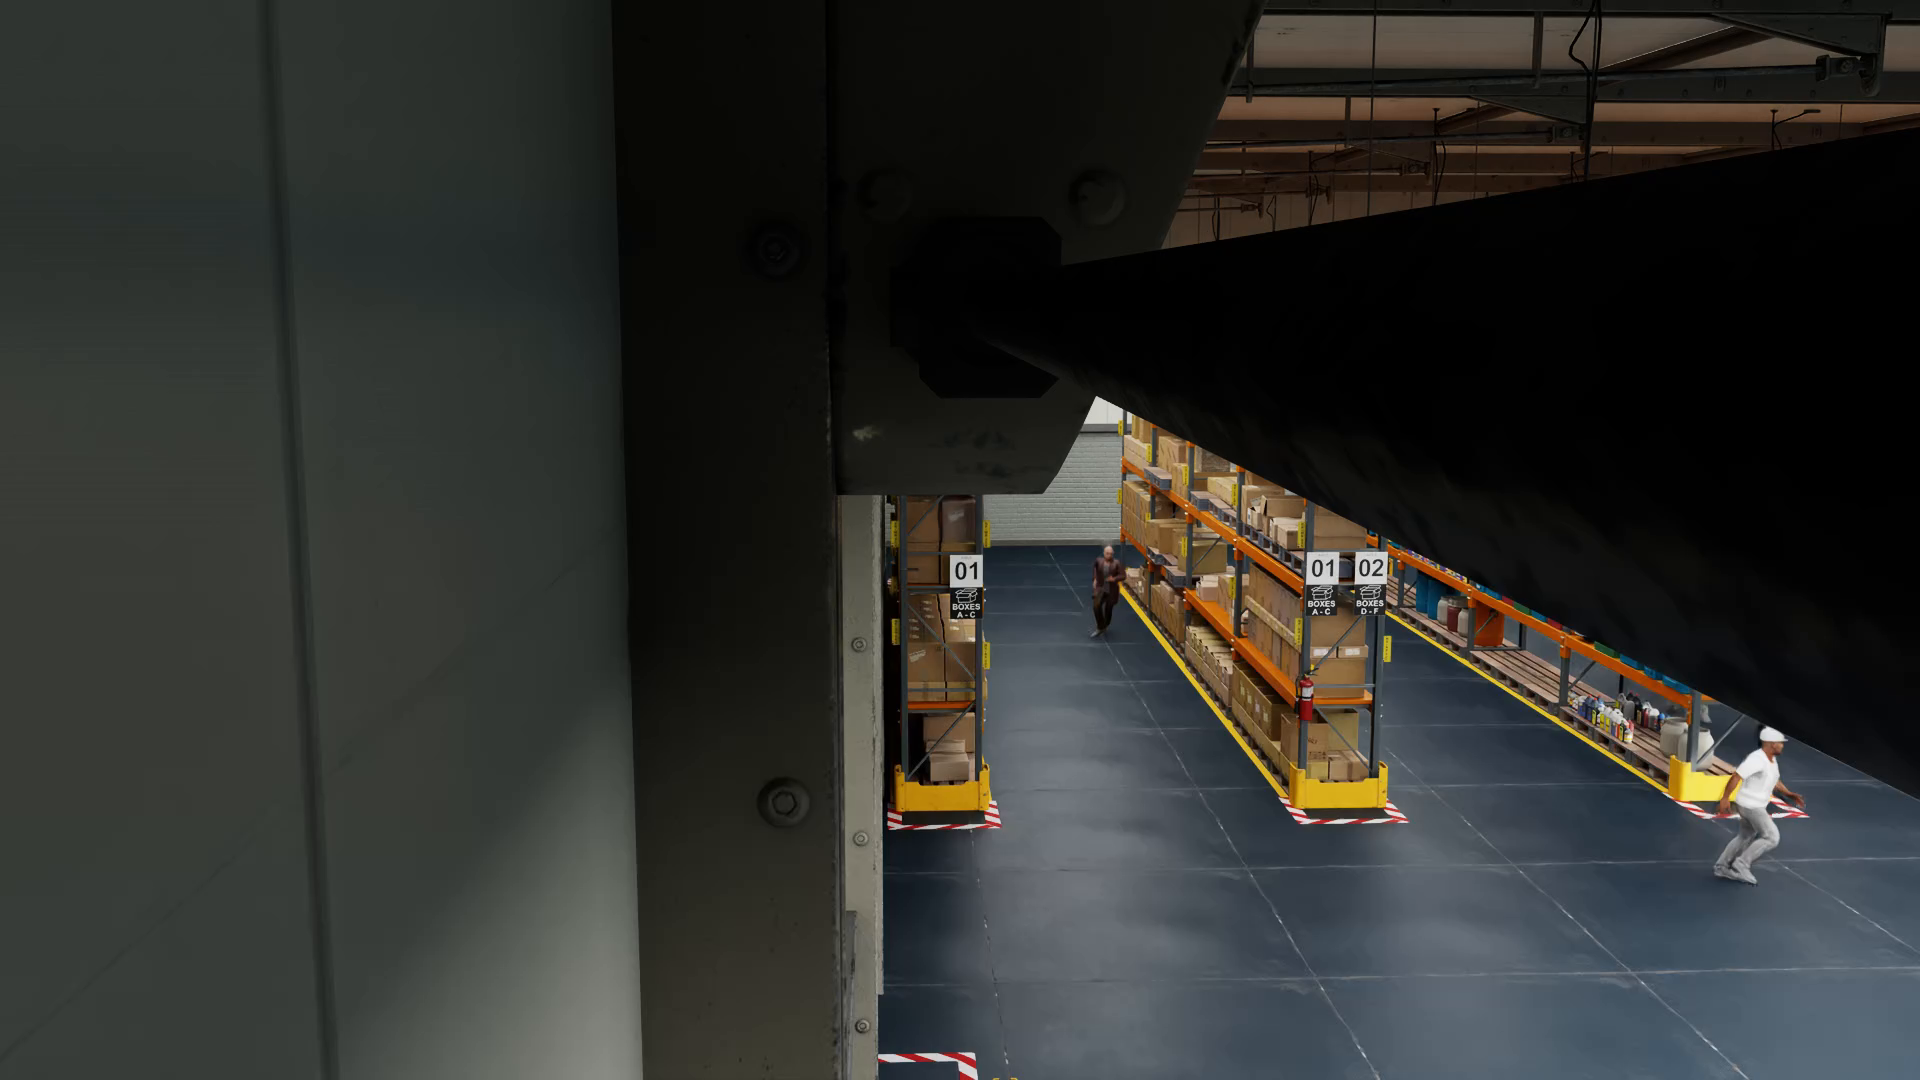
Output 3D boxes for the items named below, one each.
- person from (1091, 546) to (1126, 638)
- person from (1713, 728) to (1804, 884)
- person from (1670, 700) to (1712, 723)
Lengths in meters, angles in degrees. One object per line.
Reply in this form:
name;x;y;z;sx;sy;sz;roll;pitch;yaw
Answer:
person;2.773;0.933;30.878;0.672;1.715;1.035;2;9;13
person;8.599;2.848;17.870;0.821;1.711;0.680;5;10;31
person;11.110;1.942;24.996;0.598;1.523;1.101;-2;9;-15
